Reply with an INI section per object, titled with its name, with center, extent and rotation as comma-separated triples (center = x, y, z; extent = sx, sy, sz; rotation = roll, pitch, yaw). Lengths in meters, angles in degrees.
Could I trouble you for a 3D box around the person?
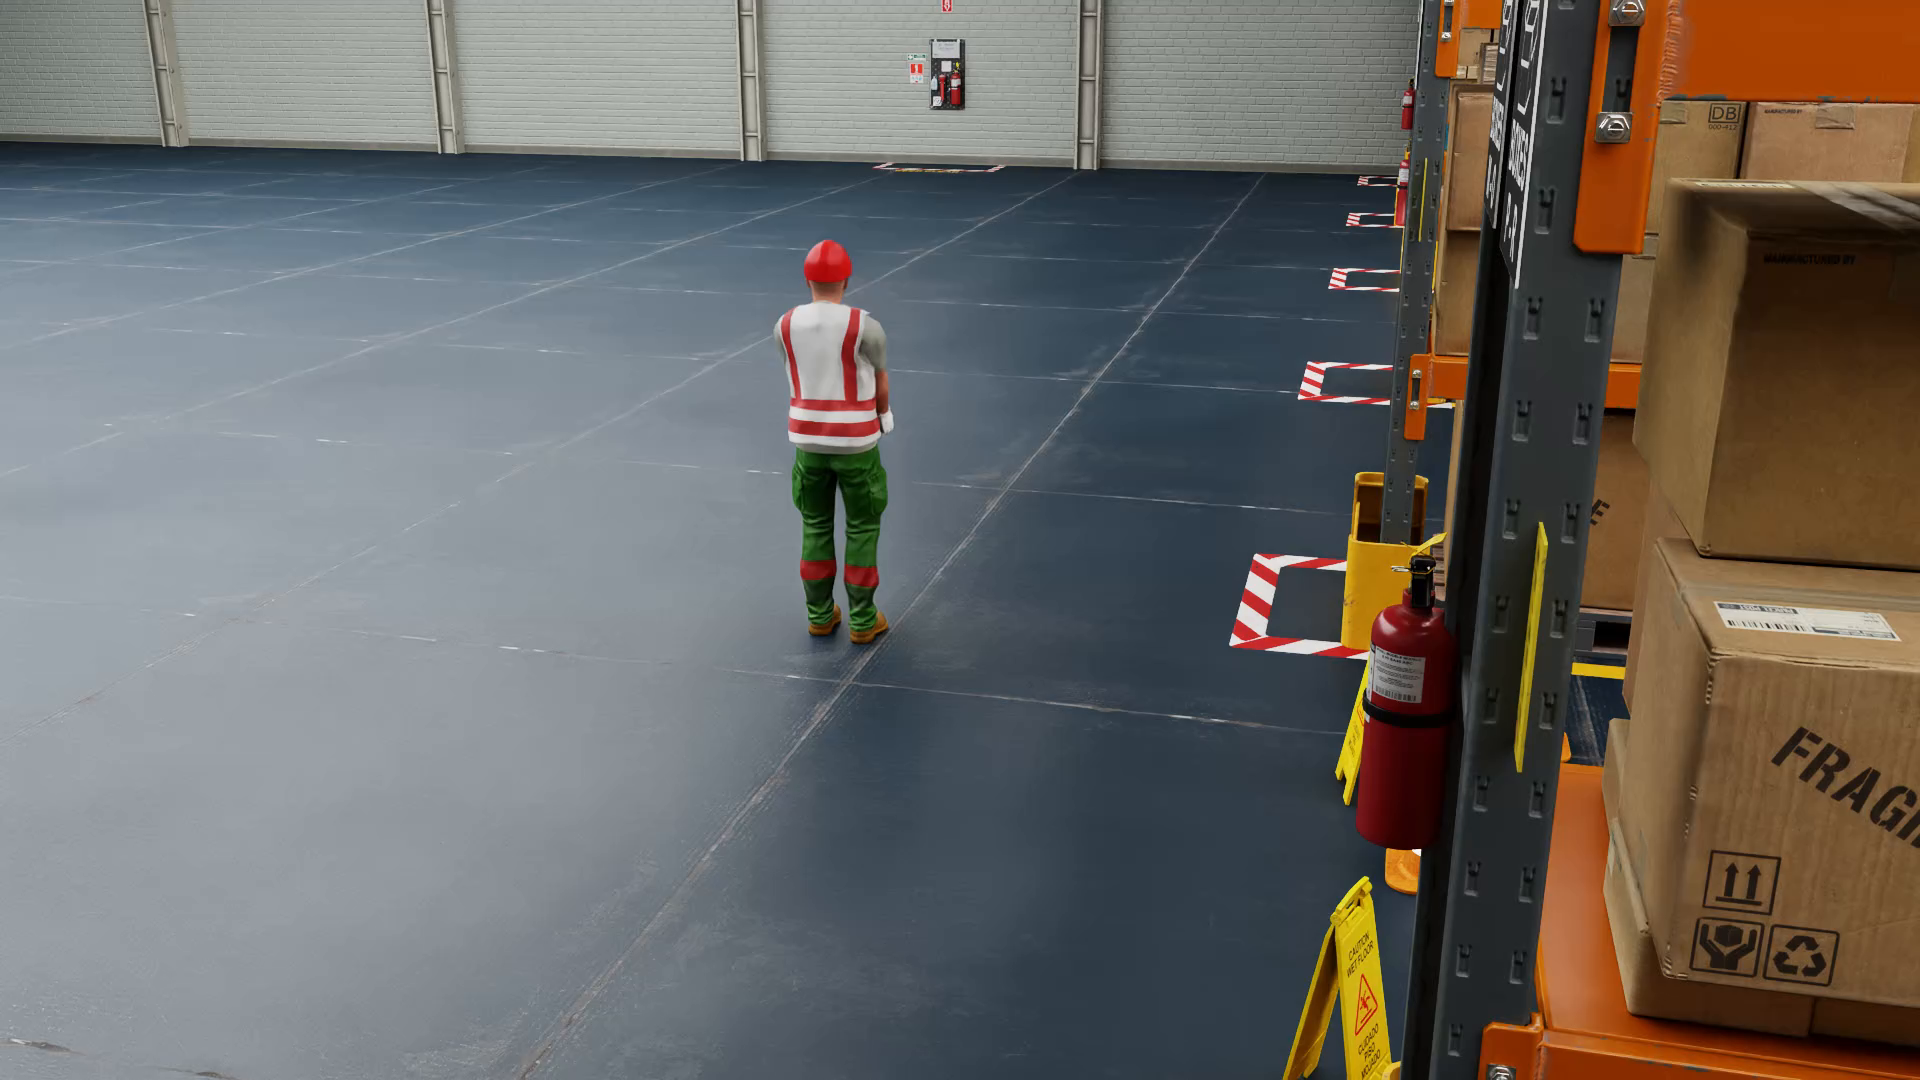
[person]
center = -0.534, -0.452, 7.400
extent = 0.495, 1.787, 0.553
rotation = 4, 19, 13
